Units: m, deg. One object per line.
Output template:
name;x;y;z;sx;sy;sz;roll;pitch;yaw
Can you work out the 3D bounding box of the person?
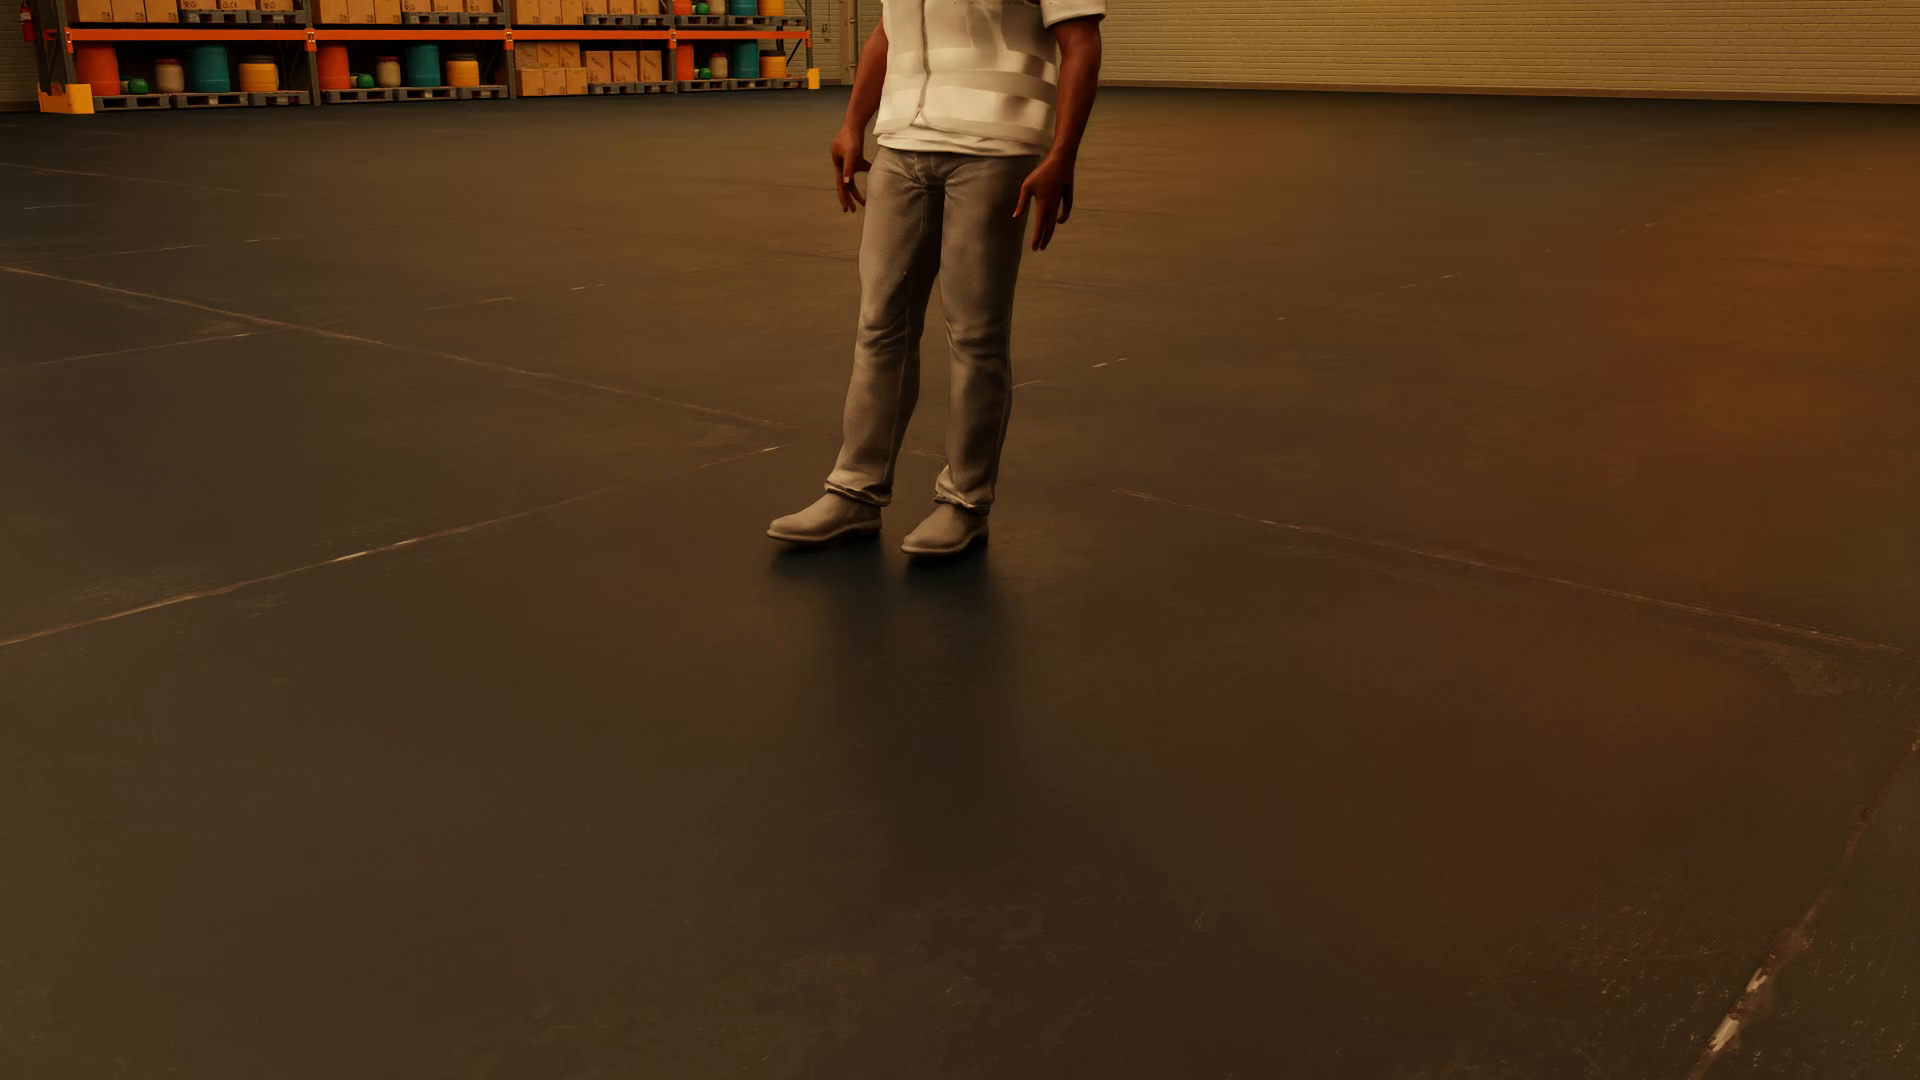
person;-0.048;-0.837;3.634;0.666;1.768;0.575;13;21;37
